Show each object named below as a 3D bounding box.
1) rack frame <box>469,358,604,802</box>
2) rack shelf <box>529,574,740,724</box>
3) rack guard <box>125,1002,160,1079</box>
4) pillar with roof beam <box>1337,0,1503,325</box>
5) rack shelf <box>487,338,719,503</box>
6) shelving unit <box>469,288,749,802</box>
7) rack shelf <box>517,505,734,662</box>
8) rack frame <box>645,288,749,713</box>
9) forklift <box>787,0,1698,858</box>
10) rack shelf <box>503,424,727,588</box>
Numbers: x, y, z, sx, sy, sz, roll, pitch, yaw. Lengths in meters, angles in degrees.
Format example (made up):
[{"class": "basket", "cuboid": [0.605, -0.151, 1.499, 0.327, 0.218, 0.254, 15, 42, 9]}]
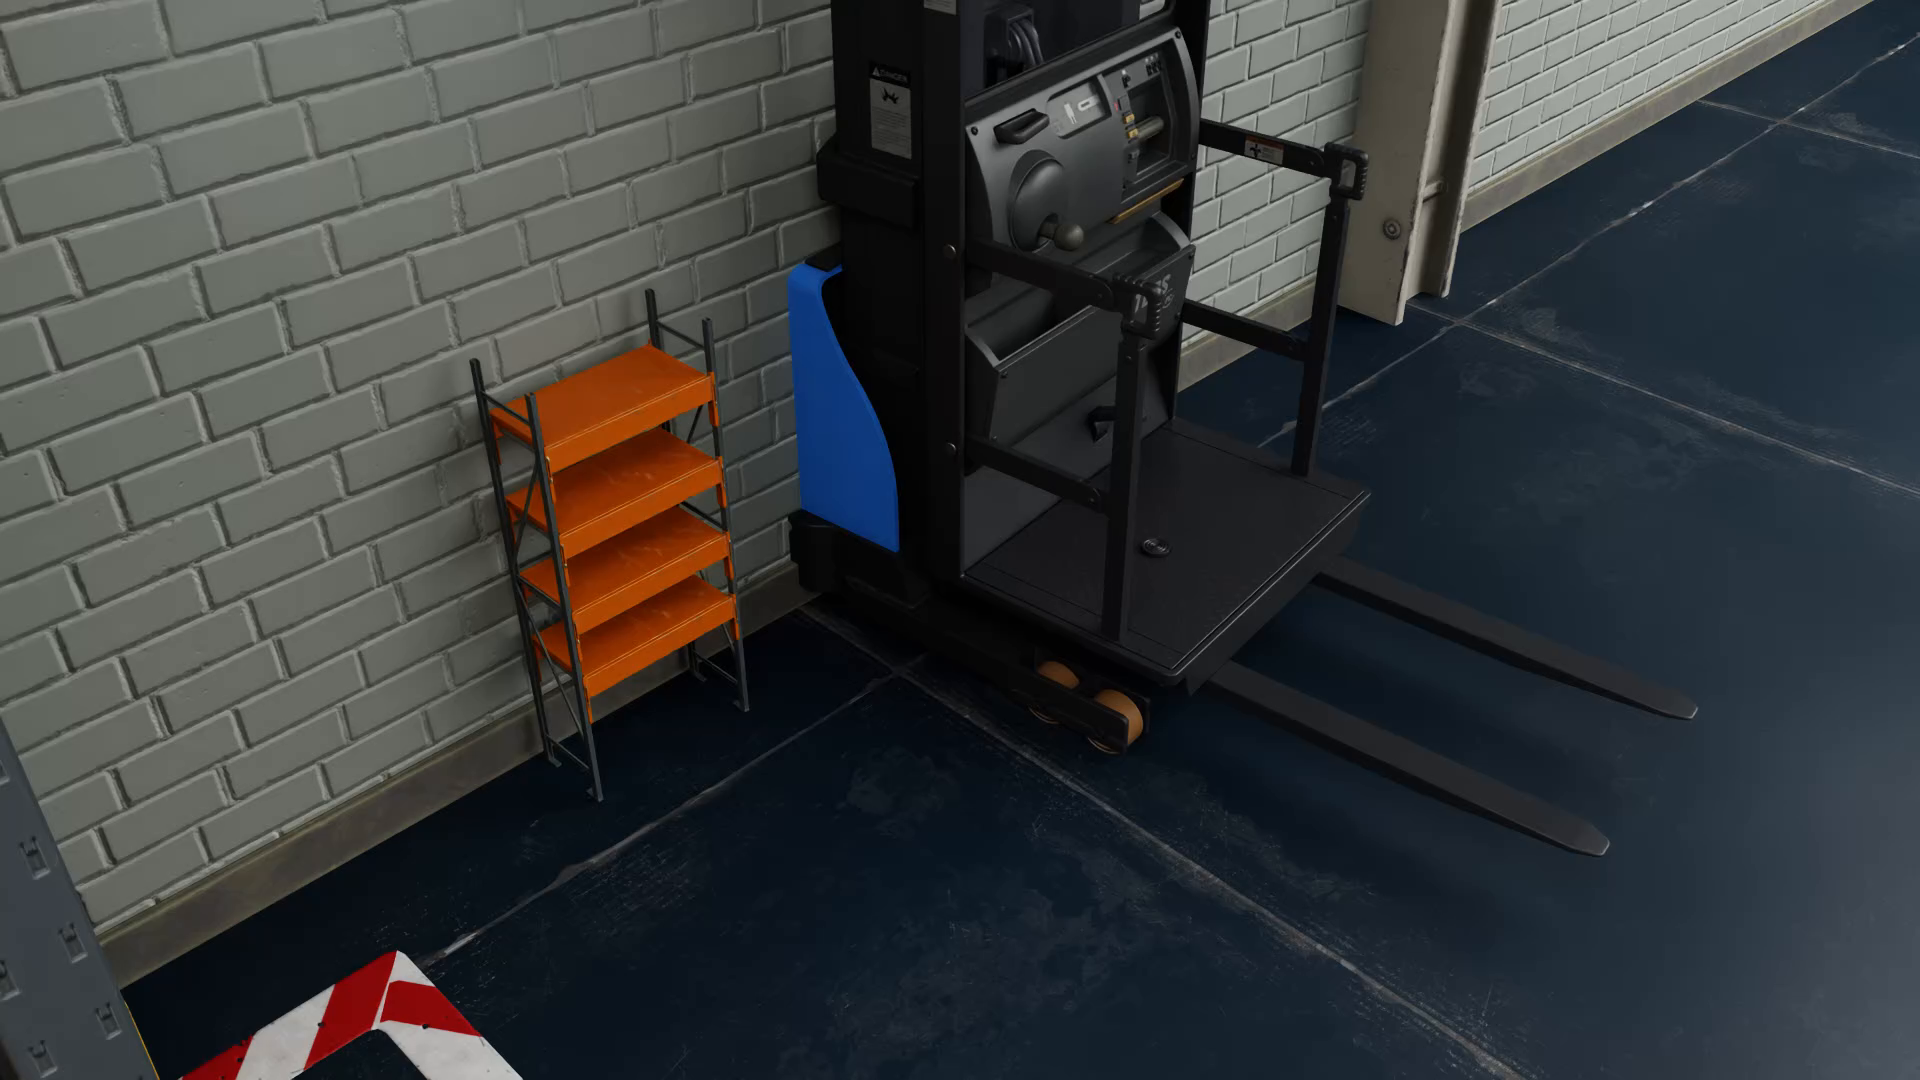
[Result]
[{"class": "rack frame", "cuboid": [-1.011, 0.133, 4.011, 0.240, 1.200, 0.015, 29, 44, 35]}, {"class": "rack shelf", "cuboid": [-0.841, 0.251, 4.307, 0.258, 0.148, 0.480, 29, 44, 35]}, {"class": "rack guard", "cuboid": [-1.366, 1.331, 2.905, 1.175, 0.500, 0.348, 30, 45, 35]}, {"class": "pillar with roof beam", "cuboid": [4.770, -2.927, 1.580, 9.100, 9.000, 0.400, 30, 45, 35]}, {"class": "rack shelf", "cuboid": [-0.841, -0.290, 3.930, 0.258, 0.148, 0.480, 29, 44, 35]}, {"class": "shelving unit", "cuboid": [-0.841, 0.032, 4.155, 0.258, 1.200, 0.503, 29, 44, 35]}, {"class": "rack shelf", "cuboid": [-0.841, 0.088, 4.193, 0.258, 0.148, 0.480, 29, 44, 35]}, {"class": "rack frame", "cuboid": [-0.671, -0.068, 4.298, 0.240, 1.200, 0.015, 29, 44, 35]}, {"class": "forklift", "cuboid": [0.493, -0.979, 4.091, 3.031, 2.935, 1.130, 24, 42, 31]}, {"class": "rack shelf", "cuboid": [-0.841, -0.096, 4.065, 0.258, 0.148, 0.480, 29, 44, 35]}]
